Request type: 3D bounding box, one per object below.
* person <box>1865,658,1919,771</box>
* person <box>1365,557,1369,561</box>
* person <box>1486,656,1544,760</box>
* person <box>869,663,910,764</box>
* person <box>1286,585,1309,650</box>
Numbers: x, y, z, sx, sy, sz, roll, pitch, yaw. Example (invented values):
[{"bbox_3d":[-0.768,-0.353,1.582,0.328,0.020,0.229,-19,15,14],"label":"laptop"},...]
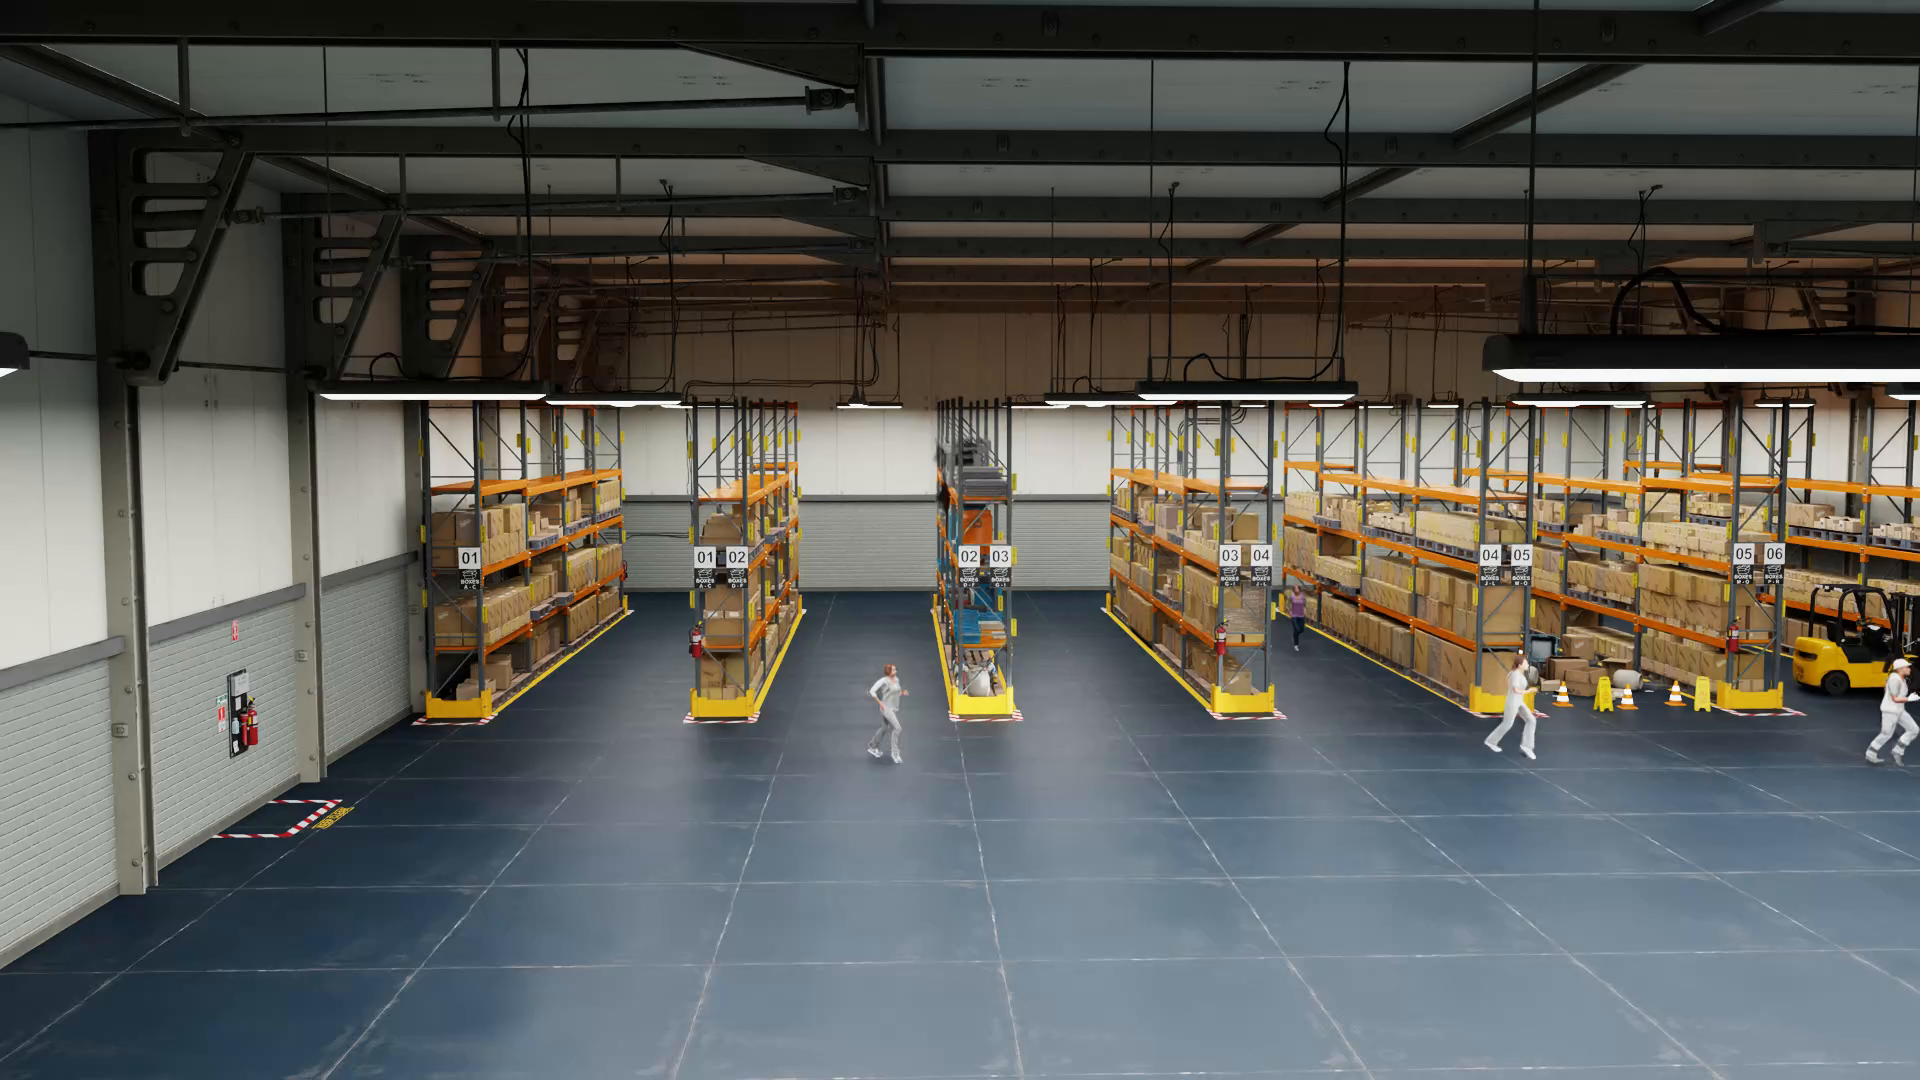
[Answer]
[{"bbox_3d":[15.009,2.777,26.658,0.848,1.795,0.693,4,6,43],"label":"person"},{"bbox_3d":[11.529,1.286,47.197,0.622,1.611,0.582,0,4,-3],"label":"person"},{"bbox_3d":[9.216,2.763,27.582,0.941,1.703,0.587,2,5,29],"label":"person"},{"bbox_3d":[-1.142,2.830,27.256,0.754,1.625,0.515,2,5,26],"label":"person"},{"bbox_3d":[8.127,1.865,40.043,0.546,1.565,0.543,0,4,1],"label":"person"}]
